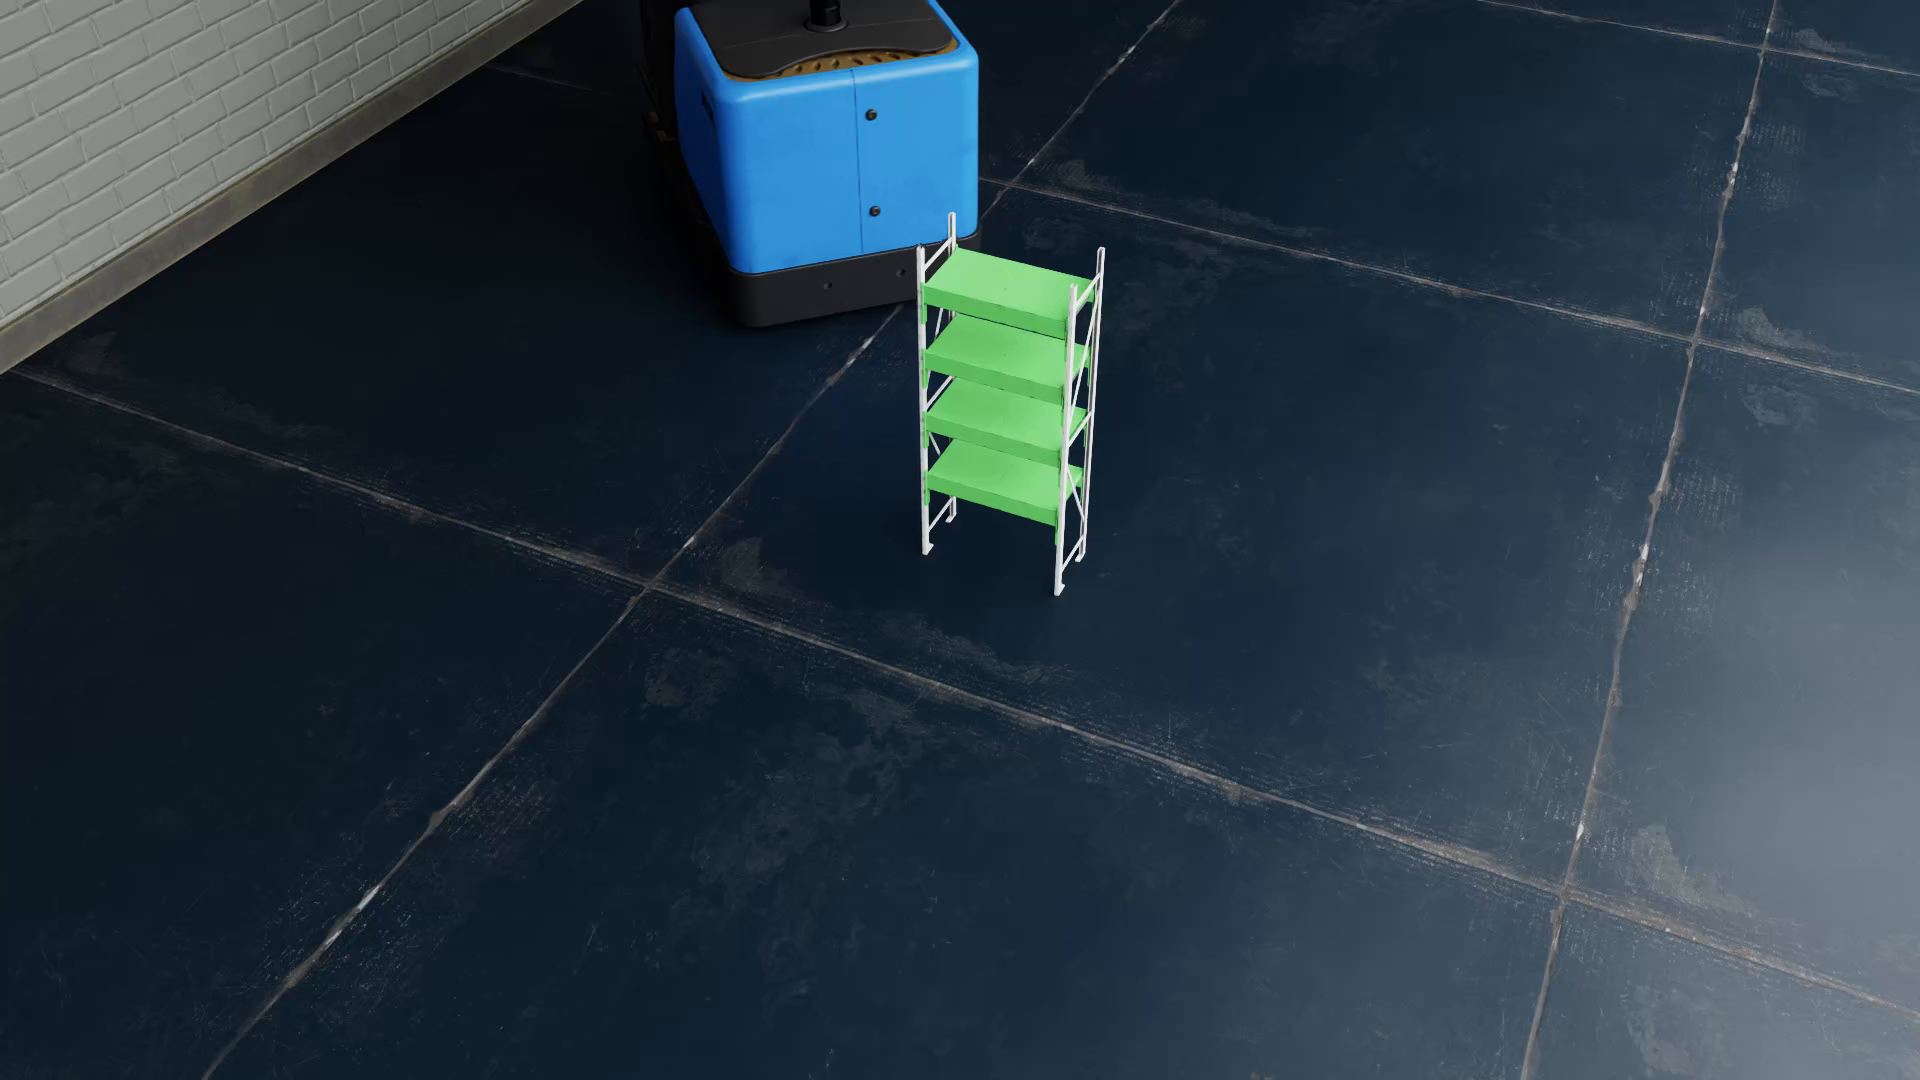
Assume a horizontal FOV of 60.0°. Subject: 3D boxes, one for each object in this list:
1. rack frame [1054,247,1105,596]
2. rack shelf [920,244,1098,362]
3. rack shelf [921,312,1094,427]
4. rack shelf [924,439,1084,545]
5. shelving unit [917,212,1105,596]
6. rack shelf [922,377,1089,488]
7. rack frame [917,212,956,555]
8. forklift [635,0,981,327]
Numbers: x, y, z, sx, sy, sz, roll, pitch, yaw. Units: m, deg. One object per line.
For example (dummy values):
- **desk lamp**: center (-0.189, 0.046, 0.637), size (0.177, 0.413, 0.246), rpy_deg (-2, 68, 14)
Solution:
- **rack frame**: center (0.371, -0.340, 5.226), size (0.015, 1.200, 0.240), rpy_deg (17, 44, 19)
- **rack shelf**: center (0.150, -0.722, 5.032), size (0.480, 0.148, 0.258), rpy_deg (17, 44, 19)
- **rack shelf**: center (0.150, -0.541, 5.189), size (0.480, 0.148, 0.258), rpy_deg (17, 44, 19)
- **rack shelf**: center (0.150, -0.178, 5.503), size (0.480, 0.148, 0.258), rpy_deg (17, 44, 19)
- **shelving unit**: center (0.150, -0.408, 5.304), size (0.503, 1.200, 0.258), rpy_deg (17, 44, 19)
- **rack shelf**: center (0.150, -0.359, 5.346), size (0.480, 0.148, 0.258), rpy_deg (17, 44, 19)
- **rack frame**: center (-0.071, -0.475, 5.382), size (0.015, 1.200, 0.240), rpy_deg (17, 44, 19)
- **forklift**: center (-0.868, -2.929, 6.892), size (1.130, 2.935, 3.031), rpy_deg (-12, 42, -14)
